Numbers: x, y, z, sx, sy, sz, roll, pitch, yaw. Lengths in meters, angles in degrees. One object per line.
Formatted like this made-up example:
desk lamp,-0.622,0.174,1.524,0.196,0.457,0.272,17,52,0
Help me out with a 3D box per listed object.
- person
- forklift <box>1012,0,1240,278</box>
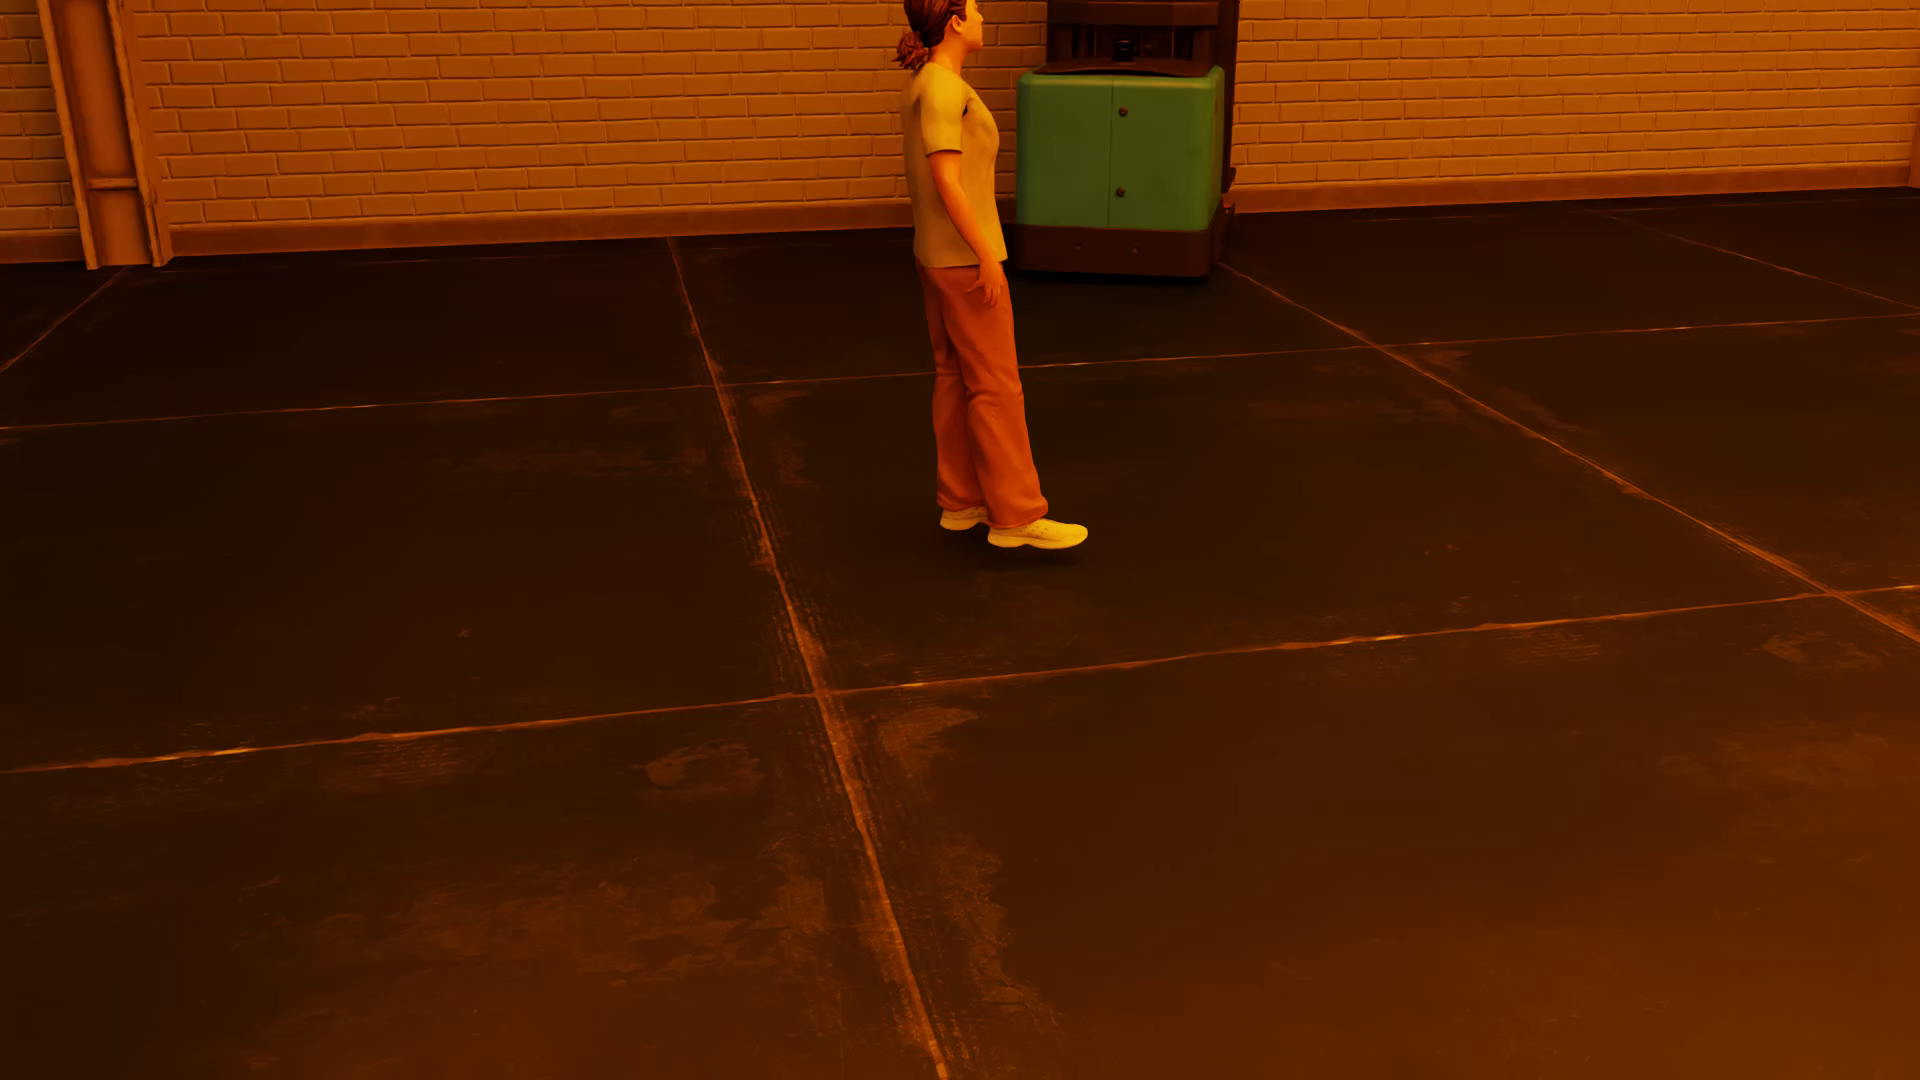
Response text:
person,0.074,-0.713,5.031,0.548,1.427,0.552,-5,21,-12
forklift,1.092,-3.233,9.647,1.130,2.935,3.031,4,21,11
